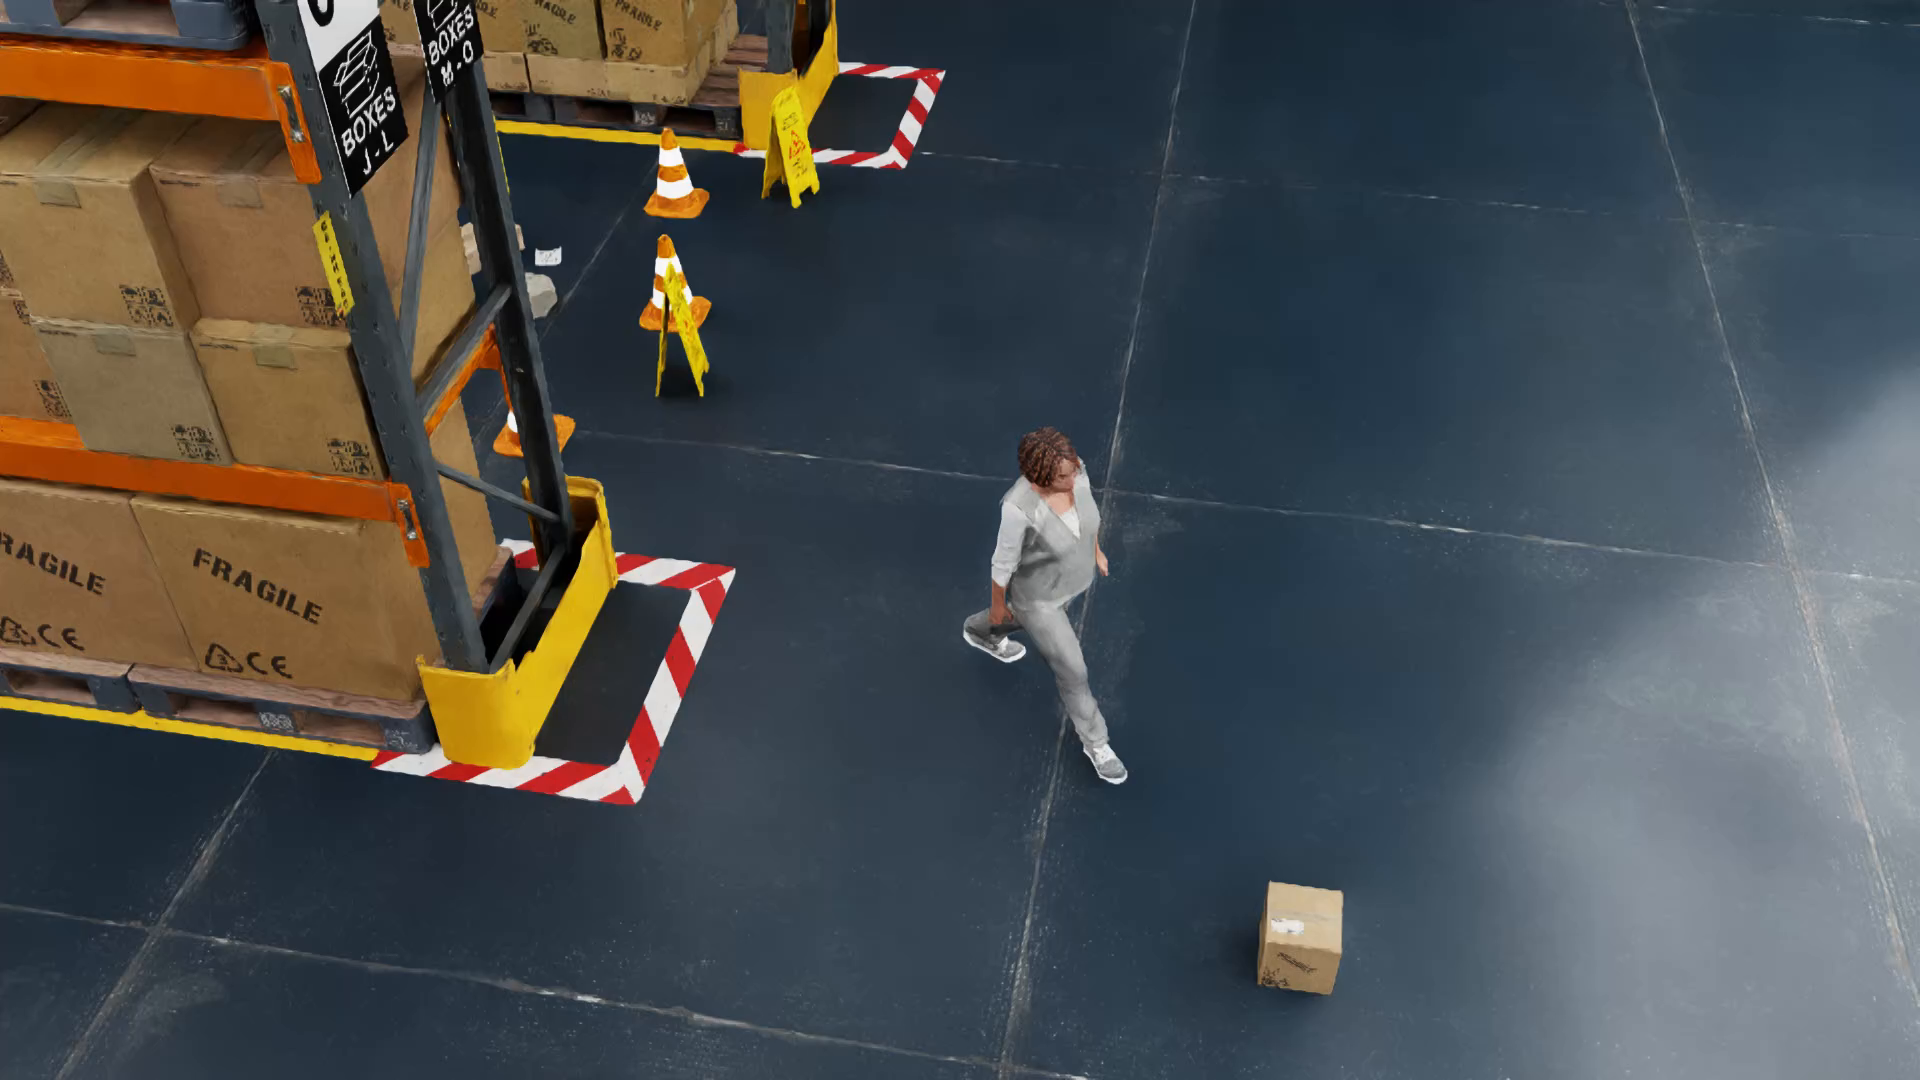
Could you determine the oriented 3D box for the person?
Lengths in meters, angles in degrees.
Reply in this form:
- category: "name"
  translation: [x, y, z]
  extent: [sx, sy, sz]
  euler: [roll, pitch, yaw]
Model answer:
- category: "person"
  translation: [0.312, 0.129, 6.030]
  extent: [0.504, 1.541, 0.920]
  euler: [-30, 49, -30]
